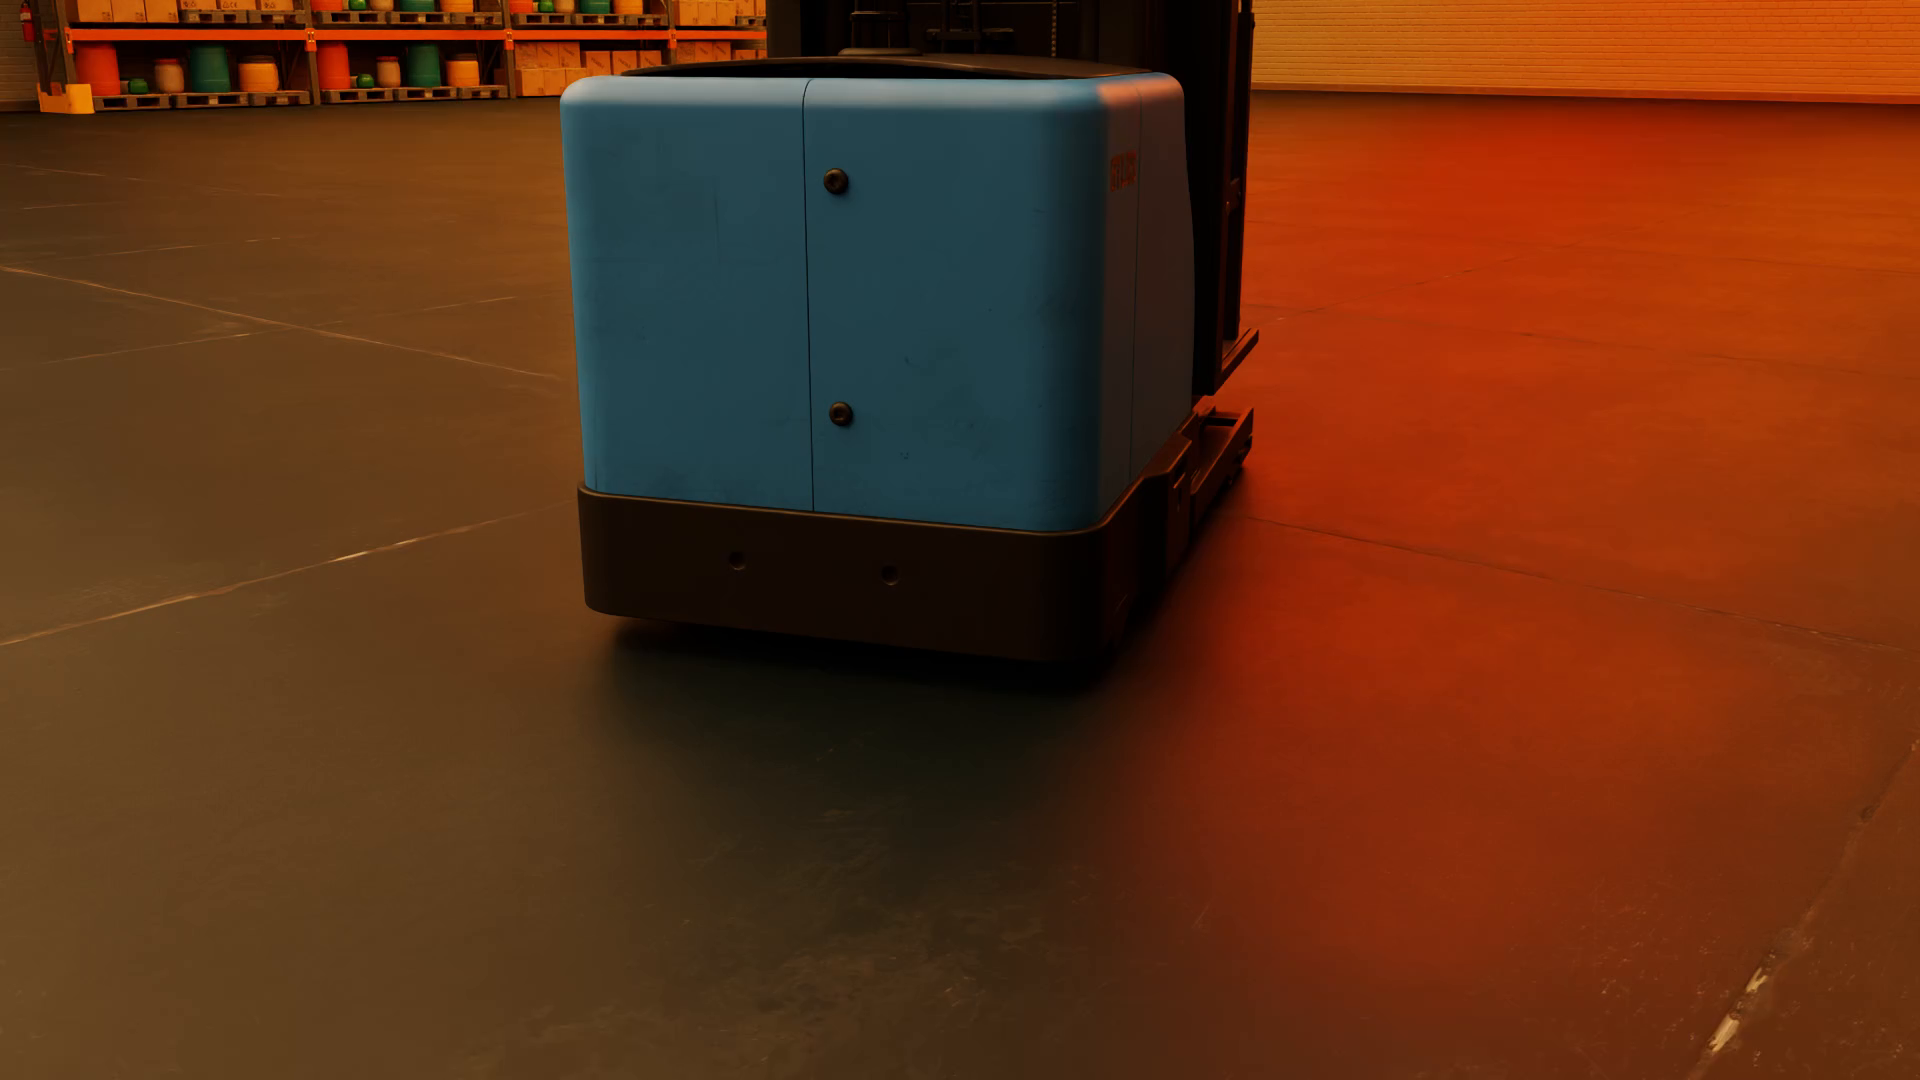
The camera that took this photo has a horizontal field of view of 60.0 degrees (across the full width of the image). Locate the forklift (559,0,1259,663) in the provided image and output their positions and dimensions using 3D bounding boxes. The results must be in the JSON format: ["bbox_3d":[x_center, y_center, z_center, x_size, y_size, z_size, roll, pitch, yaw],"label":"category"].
[{"bbox_3d":[0.182,-1.571,4.072,1.130,2.935,3.031,5,18,17],"label":"forklift"}]
